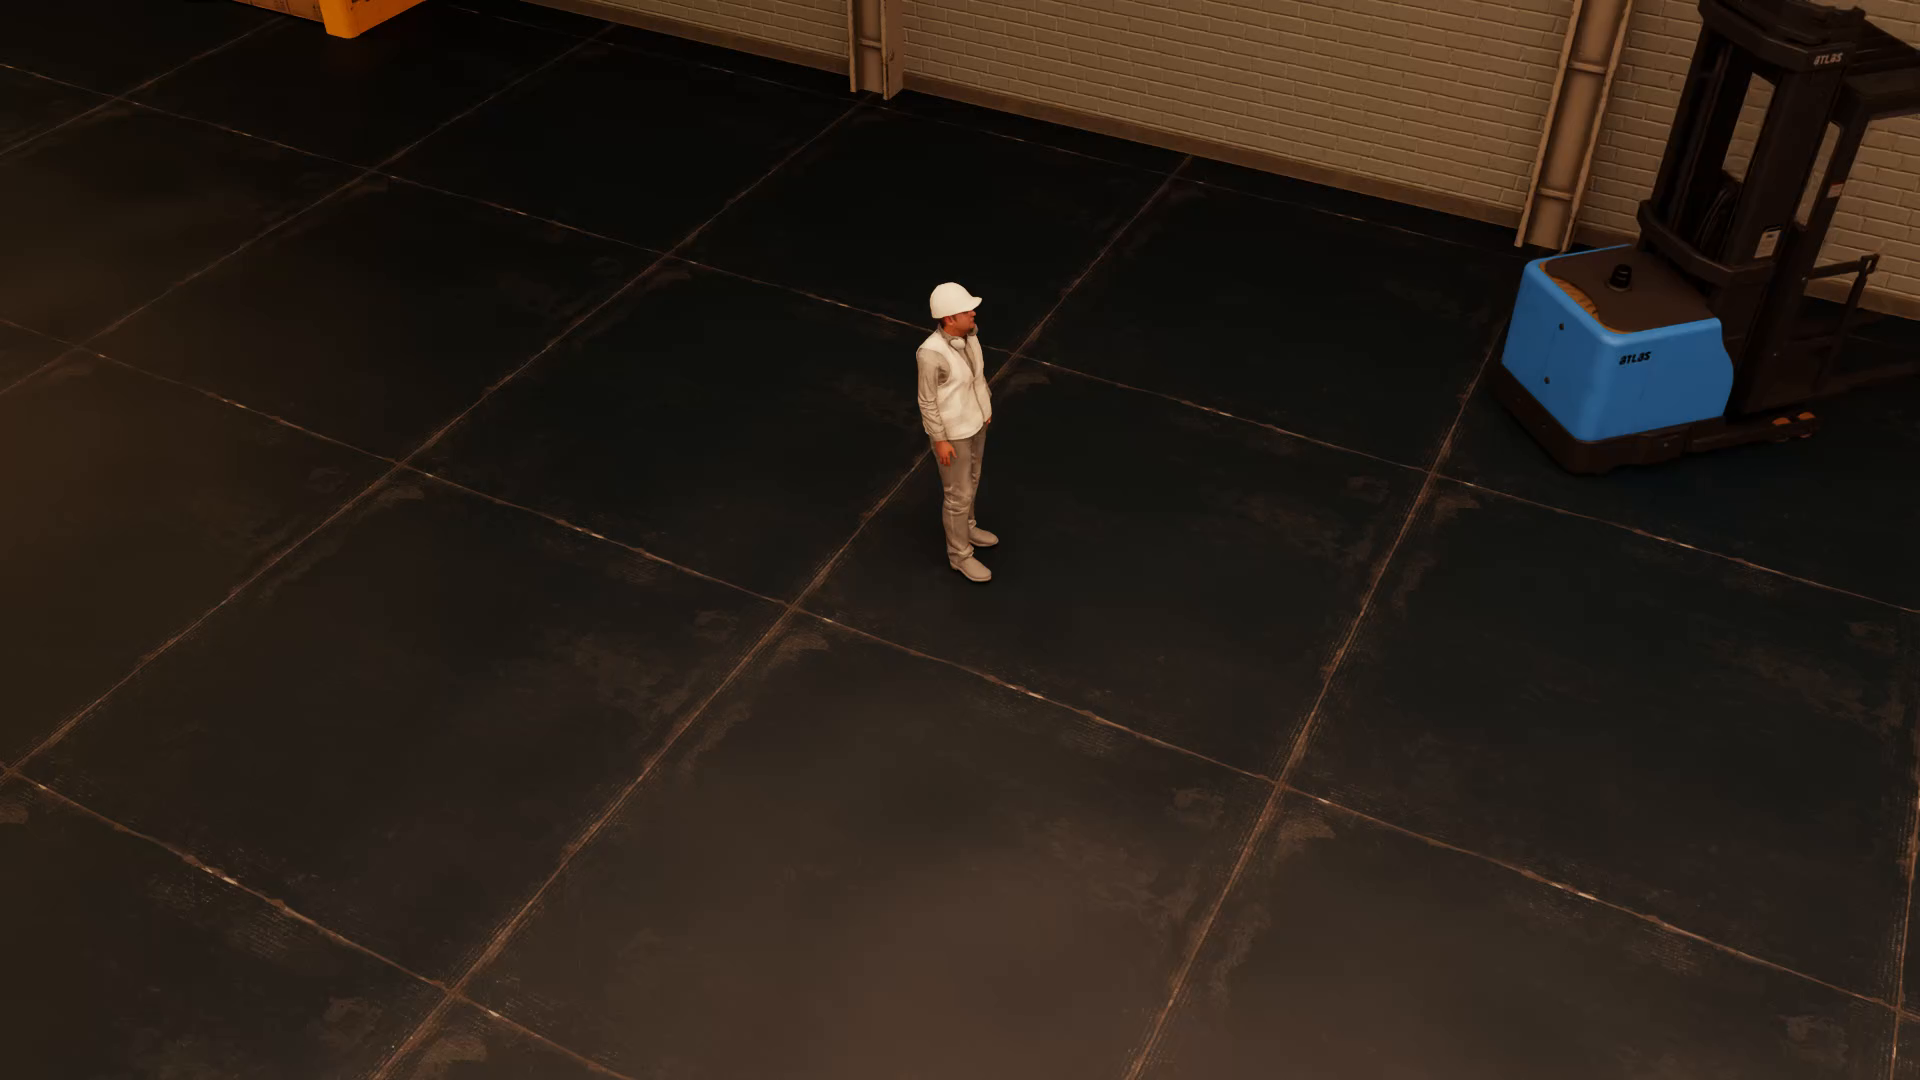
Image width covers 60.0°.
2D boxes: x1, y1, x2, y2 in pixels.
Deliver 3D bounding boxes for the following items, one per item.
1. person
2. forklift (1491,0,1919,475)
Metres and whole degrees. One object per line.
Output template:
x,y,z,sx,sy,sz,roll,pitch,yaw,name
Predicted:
0.053,-0.661,9.658,0.566,1.775,0.633,18,43,21,person
5.206,-2.084,10.461,3.031,2.935,1.130,-11,41,-13,forklift
